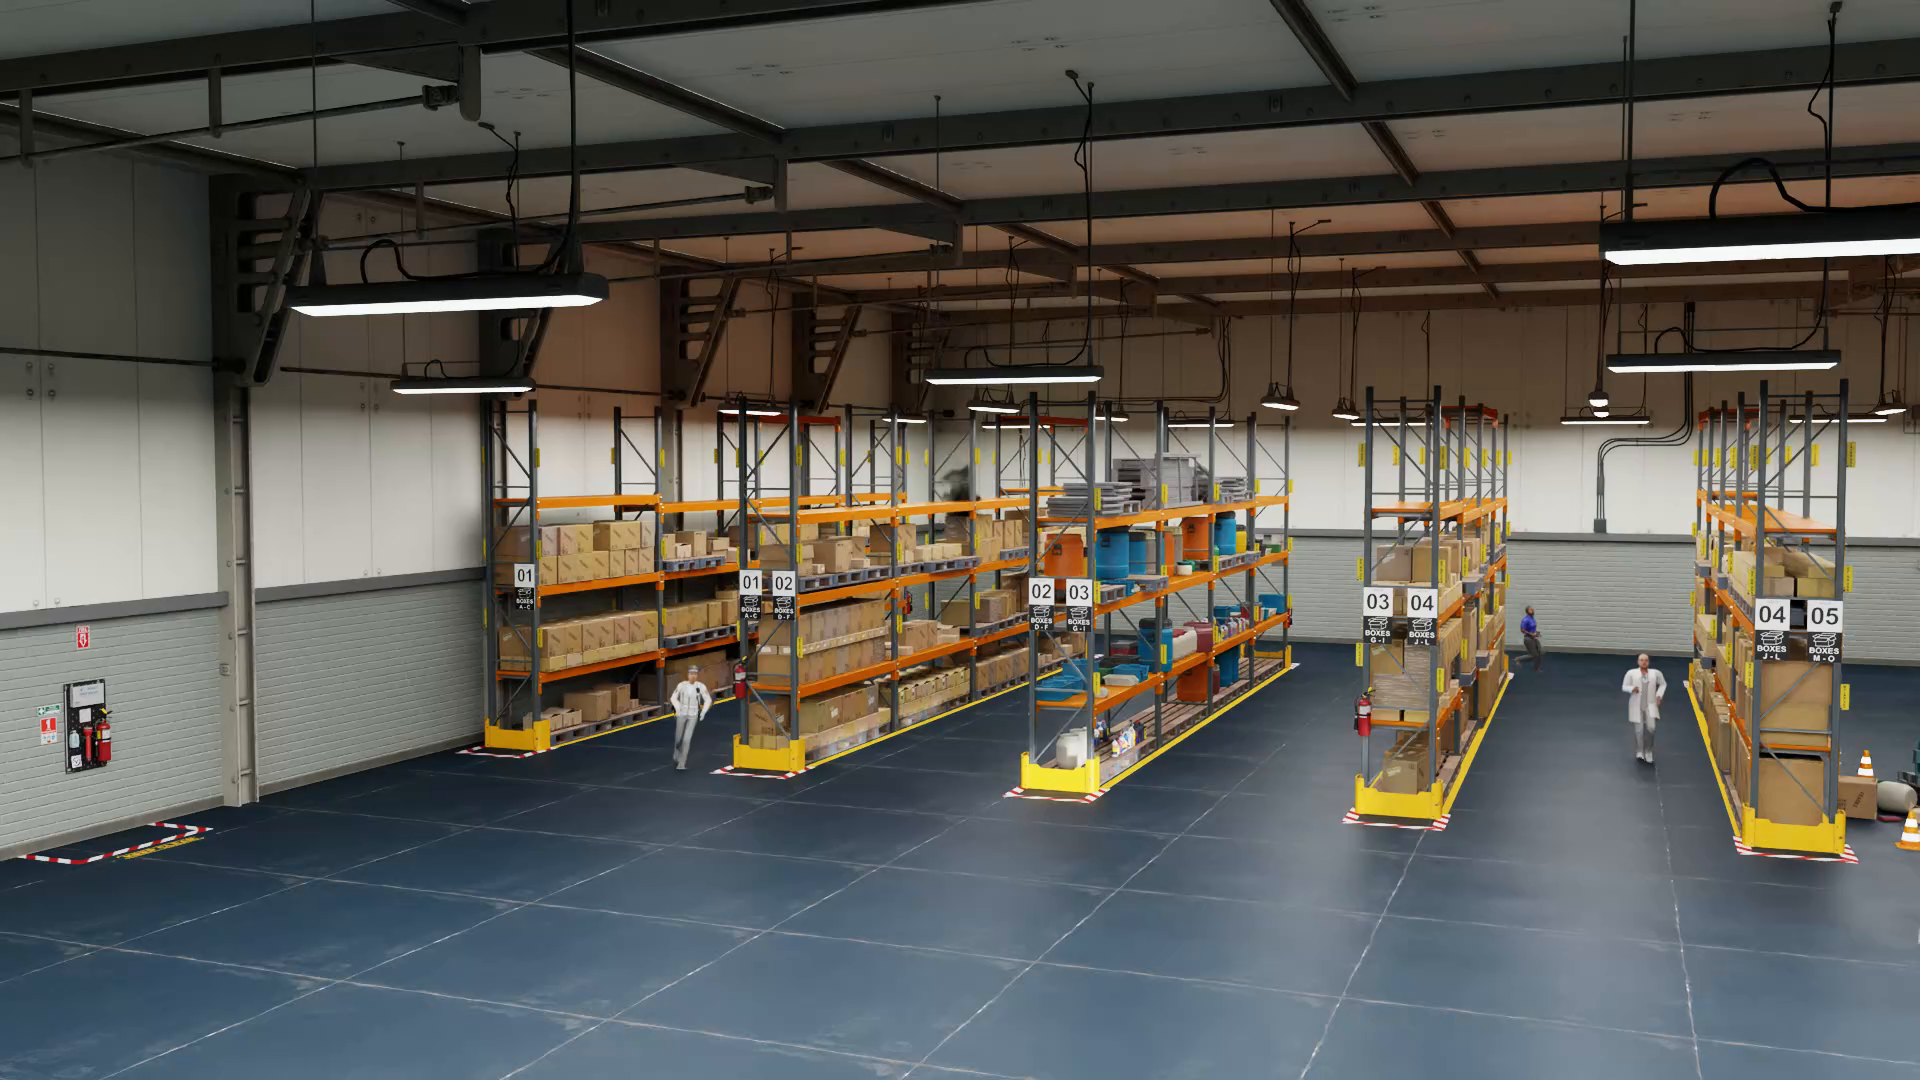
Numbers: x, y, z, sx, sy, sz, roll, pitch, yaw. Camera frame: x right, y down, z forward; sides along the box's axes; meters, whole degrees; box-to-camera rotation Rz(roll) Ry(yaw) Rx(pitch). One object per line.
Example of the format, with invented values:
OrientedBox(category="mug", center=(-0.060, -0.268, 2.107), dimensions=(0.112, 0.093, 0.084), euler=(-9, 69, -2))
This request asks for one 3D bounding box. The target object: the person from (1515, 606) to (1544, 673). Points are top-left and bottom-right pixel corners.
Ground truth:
OrientedBox(category="person", center=(13.253, 2.320, 38.761), dimensions=(0.615, 1.591, 0.593), euler=(2, 4, 41))

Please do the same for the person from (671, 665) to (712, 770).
OrientedBox(category="person", center=(-4.355, 2.844, 26.932), dimensions=(0.657, 1.656, 0.733), euler=(0, 3, -5))

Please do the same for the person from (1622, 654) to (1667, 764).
OrientedBox(category="person", center=(11.238, 2.779, 27.312), dimensions=(0.687, 1.805, 0.734), euler=(1, 3, 20))
